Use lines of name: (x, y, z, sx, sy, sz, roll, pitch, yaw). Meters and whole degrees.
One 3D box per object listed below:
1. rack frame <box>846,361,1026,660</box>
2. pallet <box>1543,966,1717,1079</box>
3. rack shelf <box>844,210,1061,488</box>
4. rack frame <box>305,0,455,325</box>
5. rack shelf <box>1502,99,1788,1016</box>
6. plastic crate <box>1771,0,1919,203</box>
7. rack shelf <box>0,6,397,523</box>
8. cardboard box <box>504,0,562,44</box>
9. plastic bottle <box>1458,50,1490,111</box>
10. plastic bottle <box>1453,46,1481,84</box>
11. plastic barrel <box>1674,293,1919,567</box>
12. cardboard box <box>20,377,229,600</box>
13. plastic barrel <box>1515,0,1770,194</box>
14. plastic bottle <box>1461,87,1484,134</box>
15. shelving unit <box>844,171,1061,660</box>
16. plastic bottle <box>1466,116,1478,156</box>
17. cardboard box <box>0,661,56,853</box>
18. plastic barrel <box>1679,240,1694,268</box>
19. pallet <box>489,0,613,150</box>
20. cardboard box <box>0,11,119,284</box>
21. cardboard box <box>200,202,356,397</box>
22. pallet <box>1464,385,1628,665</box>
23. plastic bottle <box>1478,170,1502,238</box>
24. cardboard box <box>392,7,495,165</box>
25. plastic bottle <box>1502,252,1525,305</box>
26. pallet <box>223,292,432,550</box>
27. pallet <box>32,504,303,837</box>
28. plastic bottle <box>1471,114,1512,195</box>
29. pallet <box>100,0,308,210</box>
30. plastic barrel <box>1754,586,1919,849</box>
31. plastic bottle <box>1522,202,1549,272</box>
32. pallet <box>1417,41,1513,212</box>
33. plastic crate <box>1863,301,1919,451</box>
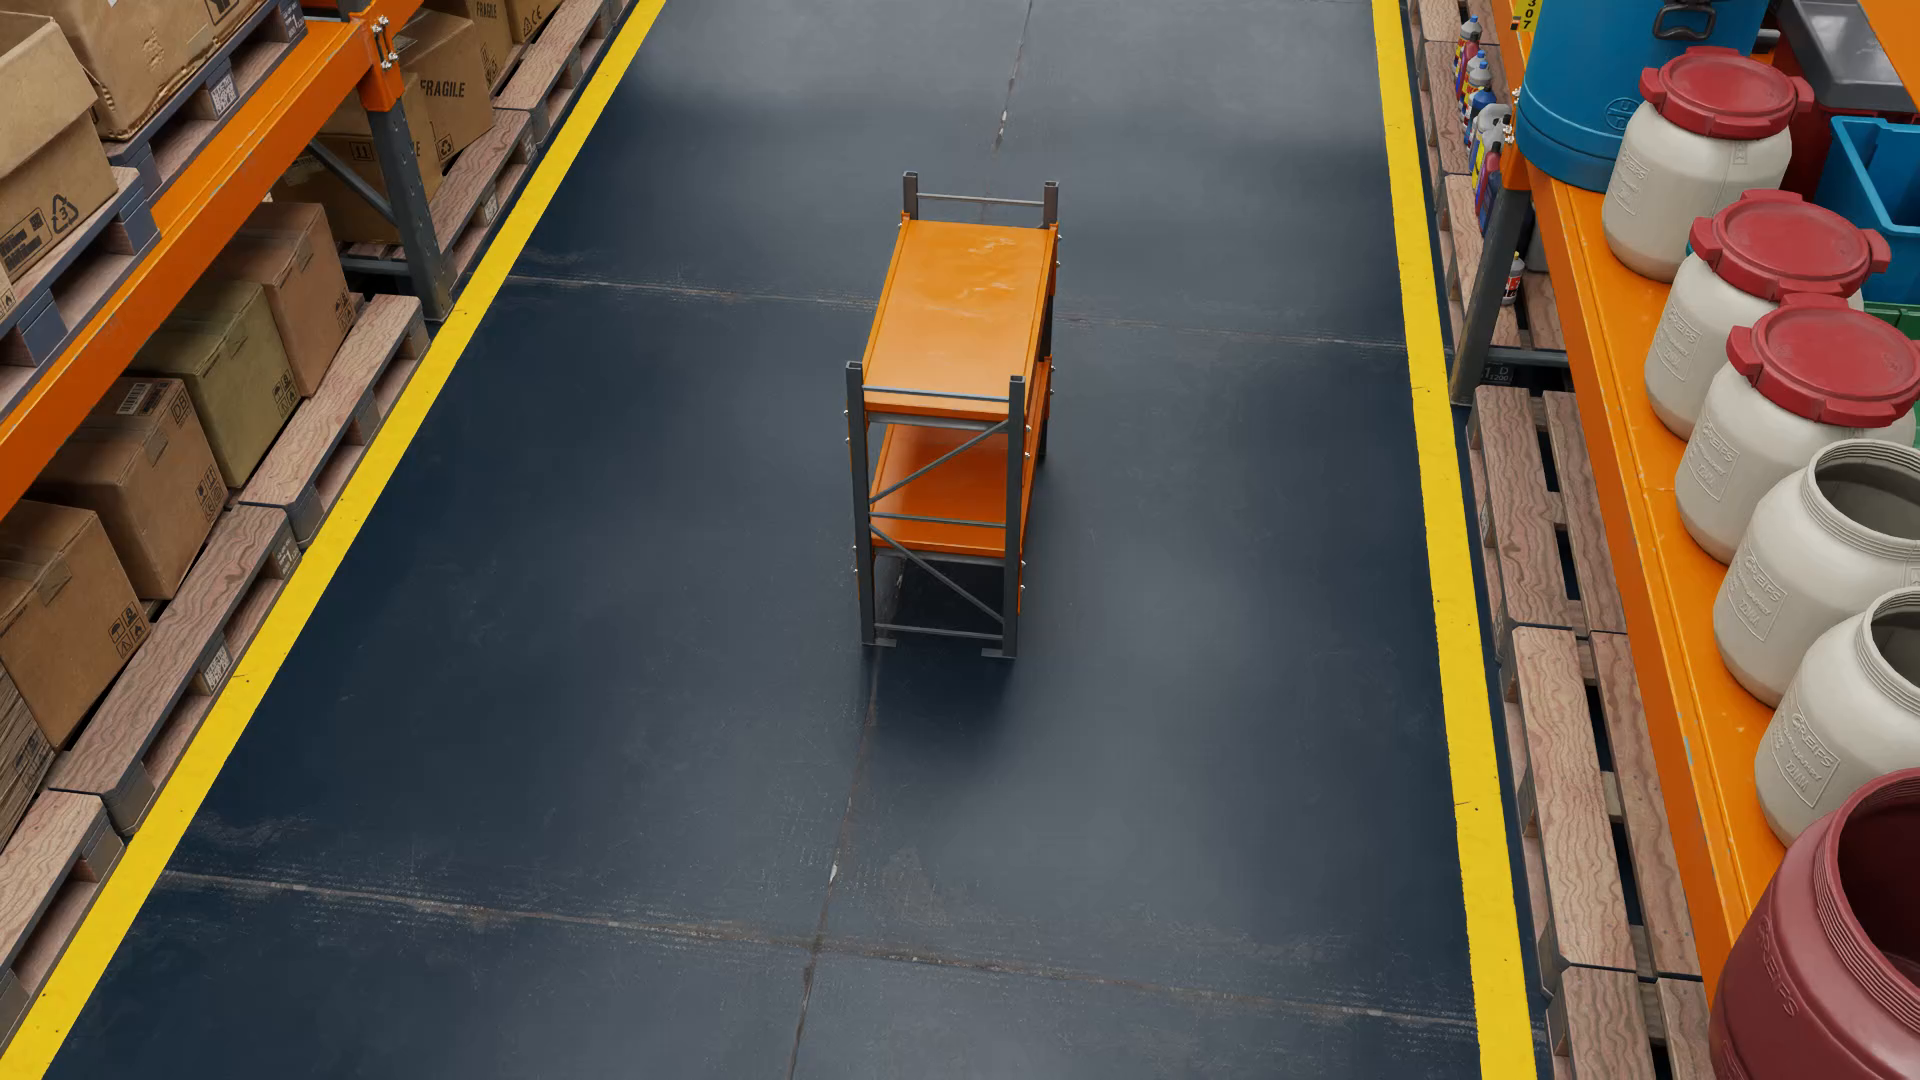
rack frame: (-0.068, -0.057, 4.992, 0.500, 1.125, 0.032, 5, 44, 6)
pallet: (1.967, 1.625, 3.881, 1.003, 0.211, 1.213, 5, 44, 6)
rack shelf: (-0.001, -0.616, 5.157, 0.538, 0.278, 1.000, 5, 44, 6)
rack frame: (-2.555, -2.040, 5.723, 1.000, 3.000, 0.127, 5, 44, 6)
rack shelf: (2.090, 0.035, 4.055, 1.077, 0.370, 4.000, 5, 44, 6)
plastic crate: (2.594, -1.255, 4.847, 0.402, 0.464, 0.583, 5, 44, 6)
rack shelf: (-2.819, -0.416, 4.531, 1.077, 0.370, 4.000, 5, 44, 6)
cardboard box: (-2.272, -2.751, 7.987, 0.500, 0.500, 0.500, 9, 44, 9)
plastic bottle: (2.290, -2.044, 7.391, 0.097, 0.271, 0.097, 0, 43, 0)
plastic bottle: (2.321, -2.181, 7.588, 0.097, 0.201, 0.097, 0, 43, 0)
plastic barrel: (1.857, -0.212, 3.693, 0.433, 0.535, 0.433, 0, 43, 0)
cardboard box: (-2.813, -0.171, 5.247, 0.700, 0.500, 0.500, 2, 43, 2)
plastic barrel: (2.003, -1.536, 4.826, 0.600, 0.901, 0.708, 5, 44, 6)
plastic bottle: (2.263, -1.883, 7.272, 0.097, 0.201, 0.097, 0, 43, 0)
shelving unit: (-0.001, -0.404, 5.358, 0.538, 1.125, 1.048, 5, 44, 6)
plastic bottle: (2.236, -1.743, 7.124, 0.097, 0.201, 0.097, 0, 43, 0)
cardboard box: (-2.954, 0.596, 4.436, 0.700, 0.500, 0.500, 2, 43, 2)
plastic barrel: (2.028, -0.651, 4.357, 0.301, 0.262, 0.301, 0, 43, 0)
pallet: (-2.342, -2.322, 8.049, 1.003, 0.211, 1.213, 5, 44, 6)
cardboard box: (-2.692, -1.040, 4.286, 0.797, 0.503, 0.637, 9, 44, 10)
cardboard box: (-2.657, -0.875, 5.991, 0.700, 0.500, 0.500, 2, 43, 2)
pallet: (2.289, -0.038, 5.637, 1.003, 0.211, 1.213, 5, 44, 6)
plastic bottle: (2.180, -1.383, 6.636, 0.144, 0.351, 0.185, 3, 44, 3)
cardboard box: (-2.394, -1.945, 7.135, 0.500, 0.500, 0.500, 19, 46, 19)
plastic bottle: (2.094, -1.009, 6.349, 0.097, 0.201, 0.097, 0, 43, 0)
pallet: (-2.656, -0.497, 6.121, 1.003, 0.211, 1.213, 5, 44, 6)
pallet: (-2.815, 0.337, 5.240, 1.003, 0.211, 1.213, 5, 44, 6)
plastic bottle: (2.222, -1.604, 6.869, 0.144, 0.351, 0.185, 5, 44, 5)
pallet: (-2.800, -1.463, 5.253, 1.003, 0.211, 1.213, 5, 44, 6)
plastic barrel: (1.750, 0.375, 3.091, 0.421, 0.512, 0.421, 0, 43, 0)
plastic bottle: (2.297, -1.240, 6.484, 0.144, 0.351, 0.185, 5, 44, 6)
pallet: (2.644, -1.865, 7.566, 1.003, 0.211, 1.213, 5, 44, 6)
plastic crate: (2.404, -0.300, 4.039, 0.450, 0.188, 0.662, 5, 44, 6)
